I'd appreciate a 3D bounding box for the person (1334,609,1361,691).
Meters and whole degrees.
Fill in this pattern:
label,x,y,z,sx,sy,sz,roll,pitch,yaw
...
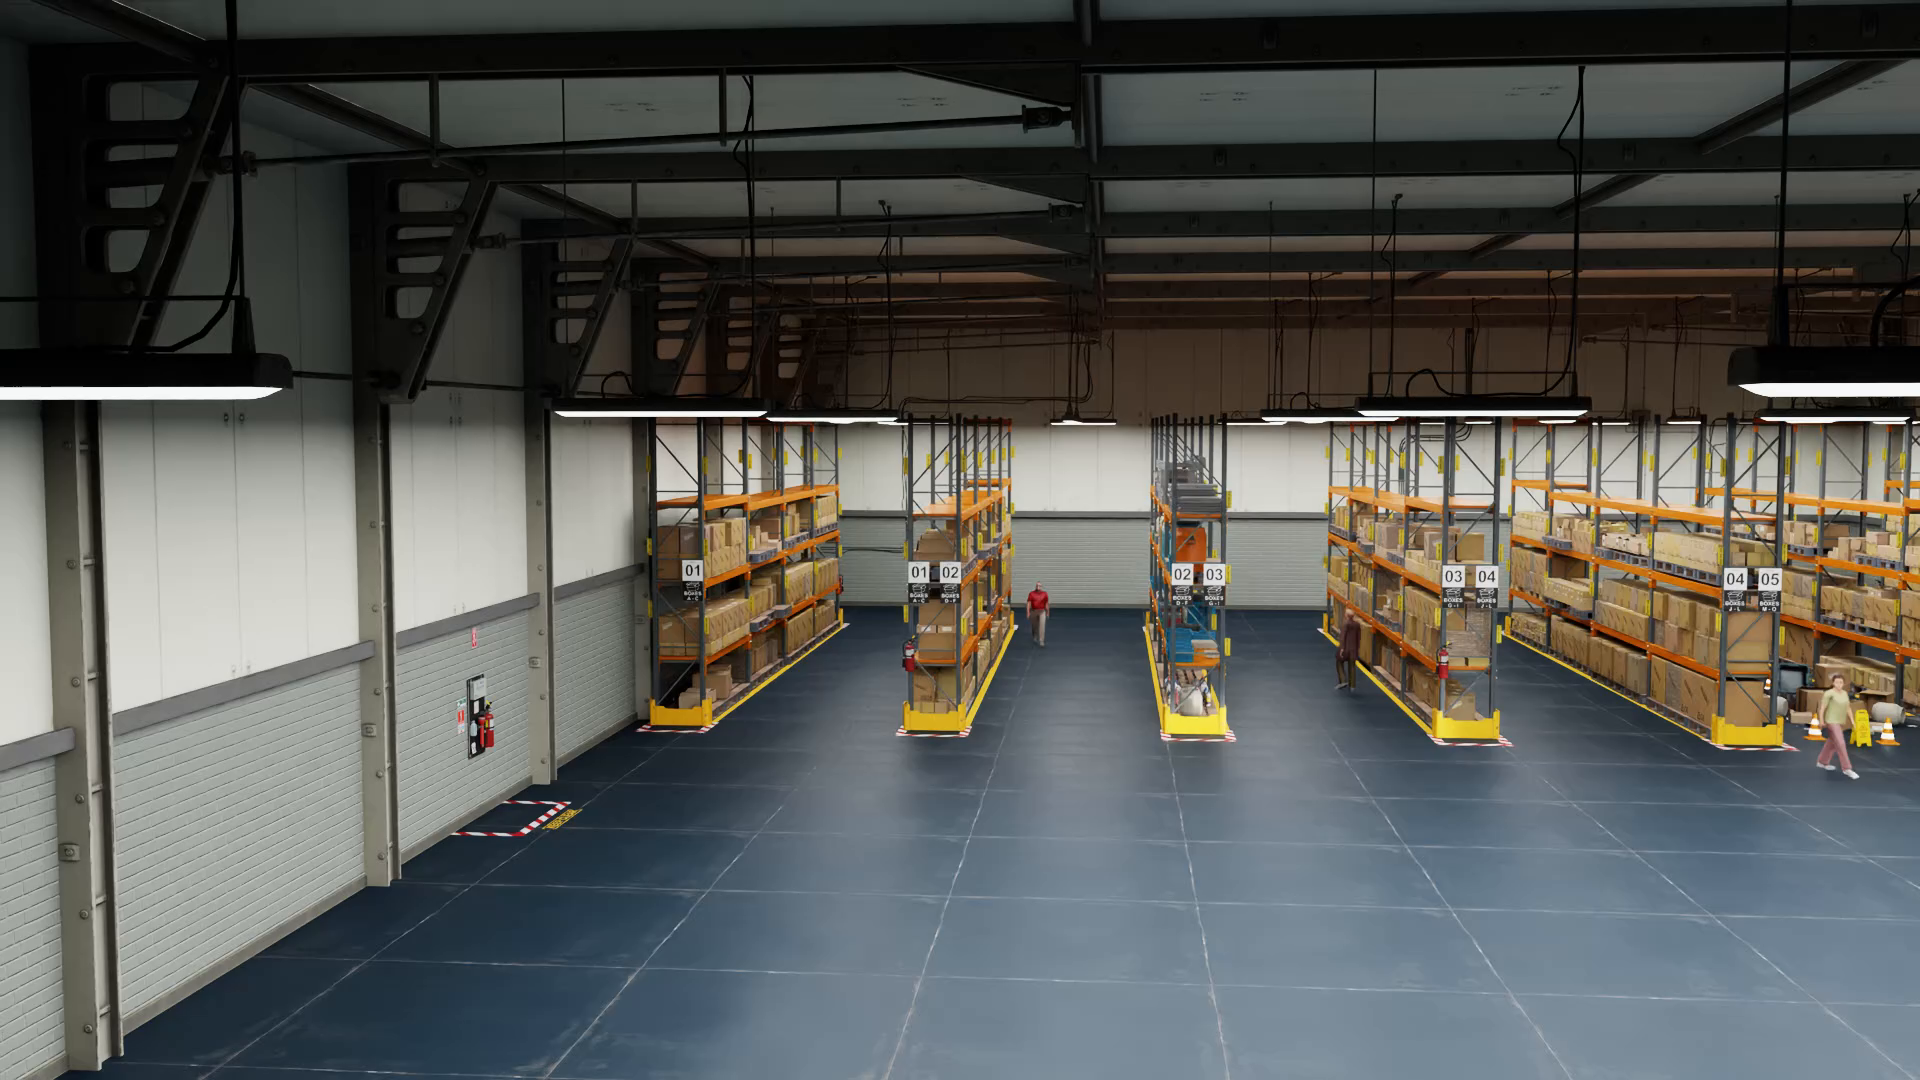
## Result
label,x,y,z,sx,sy,sz,roll,pitch,yaw
person,8.482,2.404,36.175,0.577,1.790,0.596,0,4,-6

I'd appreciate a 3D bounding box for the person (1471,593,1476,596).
label,x,y,z,sx,sy,sz,roll,pitch,yaw
person,14.955,1.697,47.769,0.501,1.587,1.041,3,5,35

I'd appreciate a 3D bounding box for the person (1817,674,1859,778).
label,x,y,z,sx,sy,sz,roll,pitch,yaw
person,14.524,3.036,27.462,0.472,1.650,0.869,-1,4,-21

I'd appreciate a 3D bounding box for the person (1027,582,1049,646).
label,x,y,z,sx,sy,sz,roll,pitch,yaw
person,2.057,1.933,43.776,0.594,1.663,1.099,0,4,2
